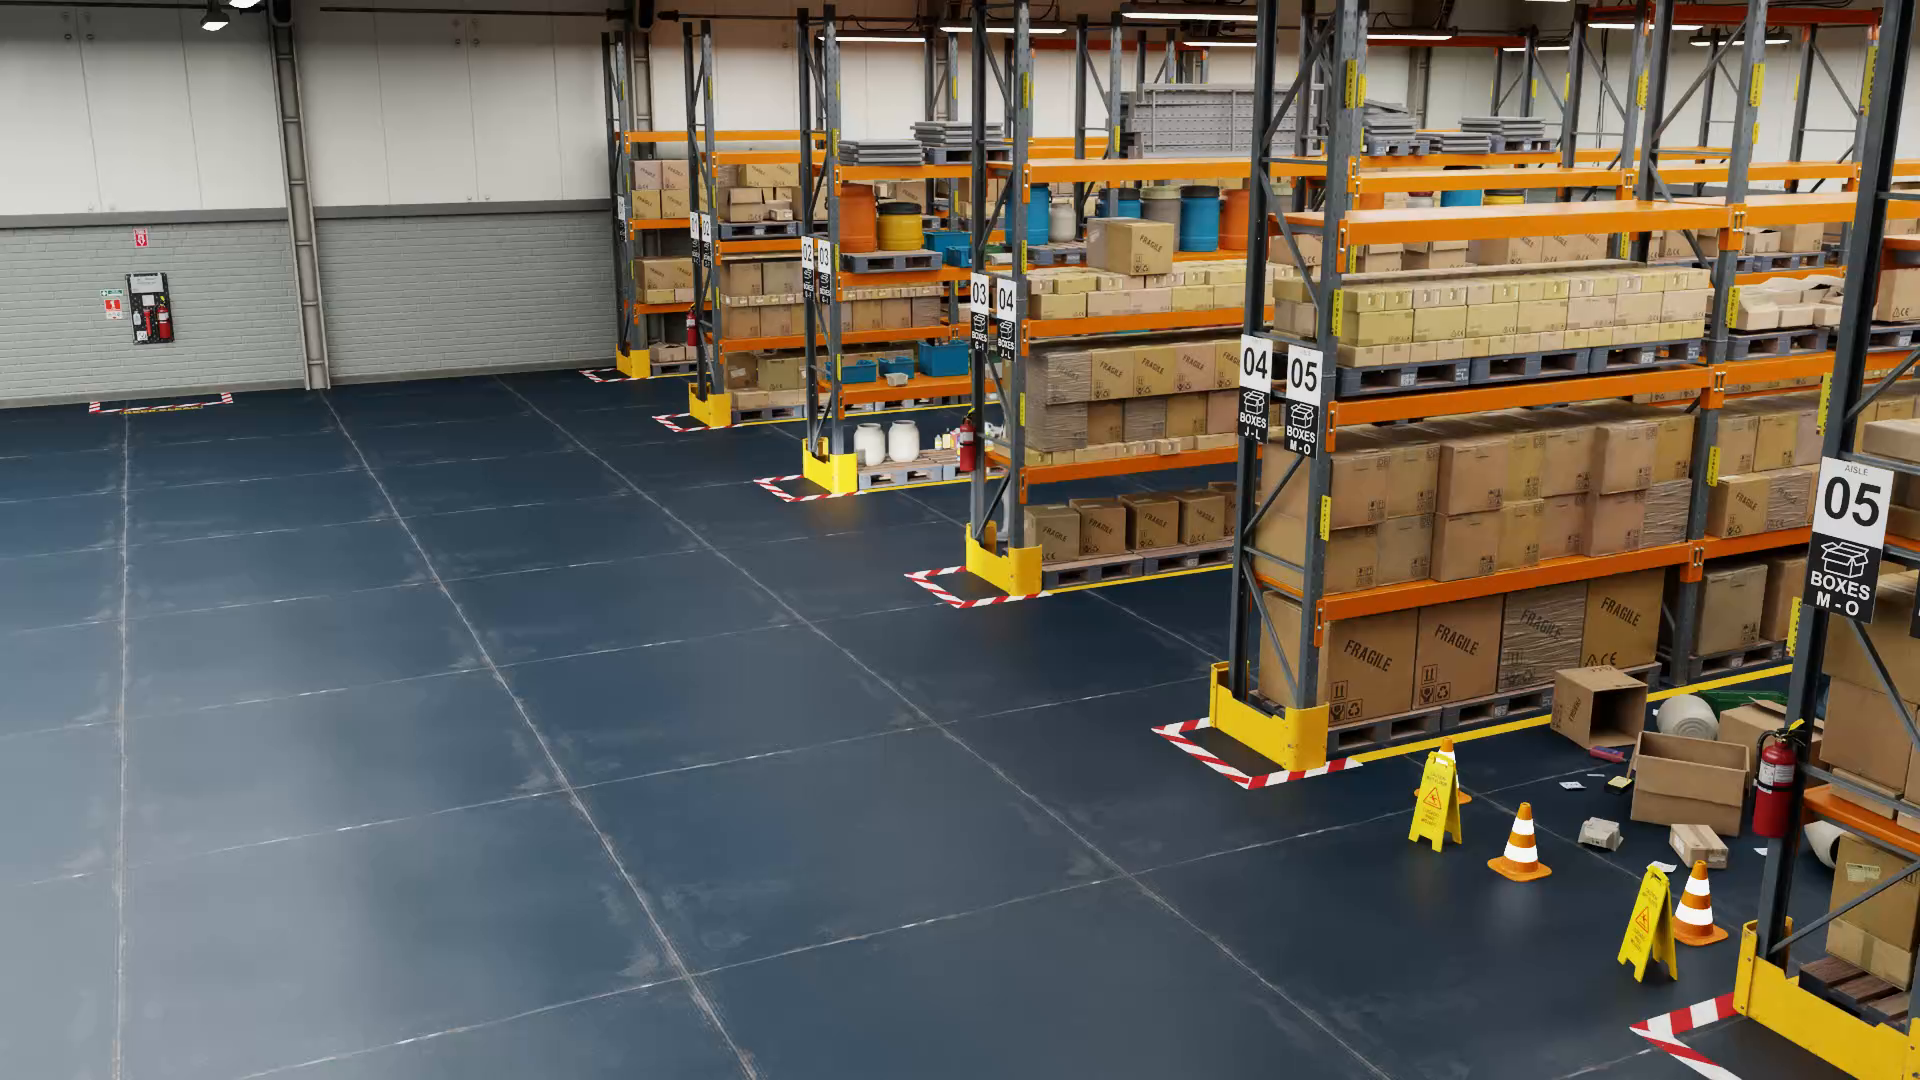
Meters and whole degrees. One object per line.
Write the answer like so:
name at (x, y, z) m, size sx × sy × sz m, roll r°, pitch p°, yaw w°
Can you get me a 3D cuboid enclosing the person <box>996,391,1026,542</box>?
person at (0.589, -0.874, 18.993) m, size 0.498 × 1.775 × 0.556 m, roll -1°, pitch 15°, yaw -4°
